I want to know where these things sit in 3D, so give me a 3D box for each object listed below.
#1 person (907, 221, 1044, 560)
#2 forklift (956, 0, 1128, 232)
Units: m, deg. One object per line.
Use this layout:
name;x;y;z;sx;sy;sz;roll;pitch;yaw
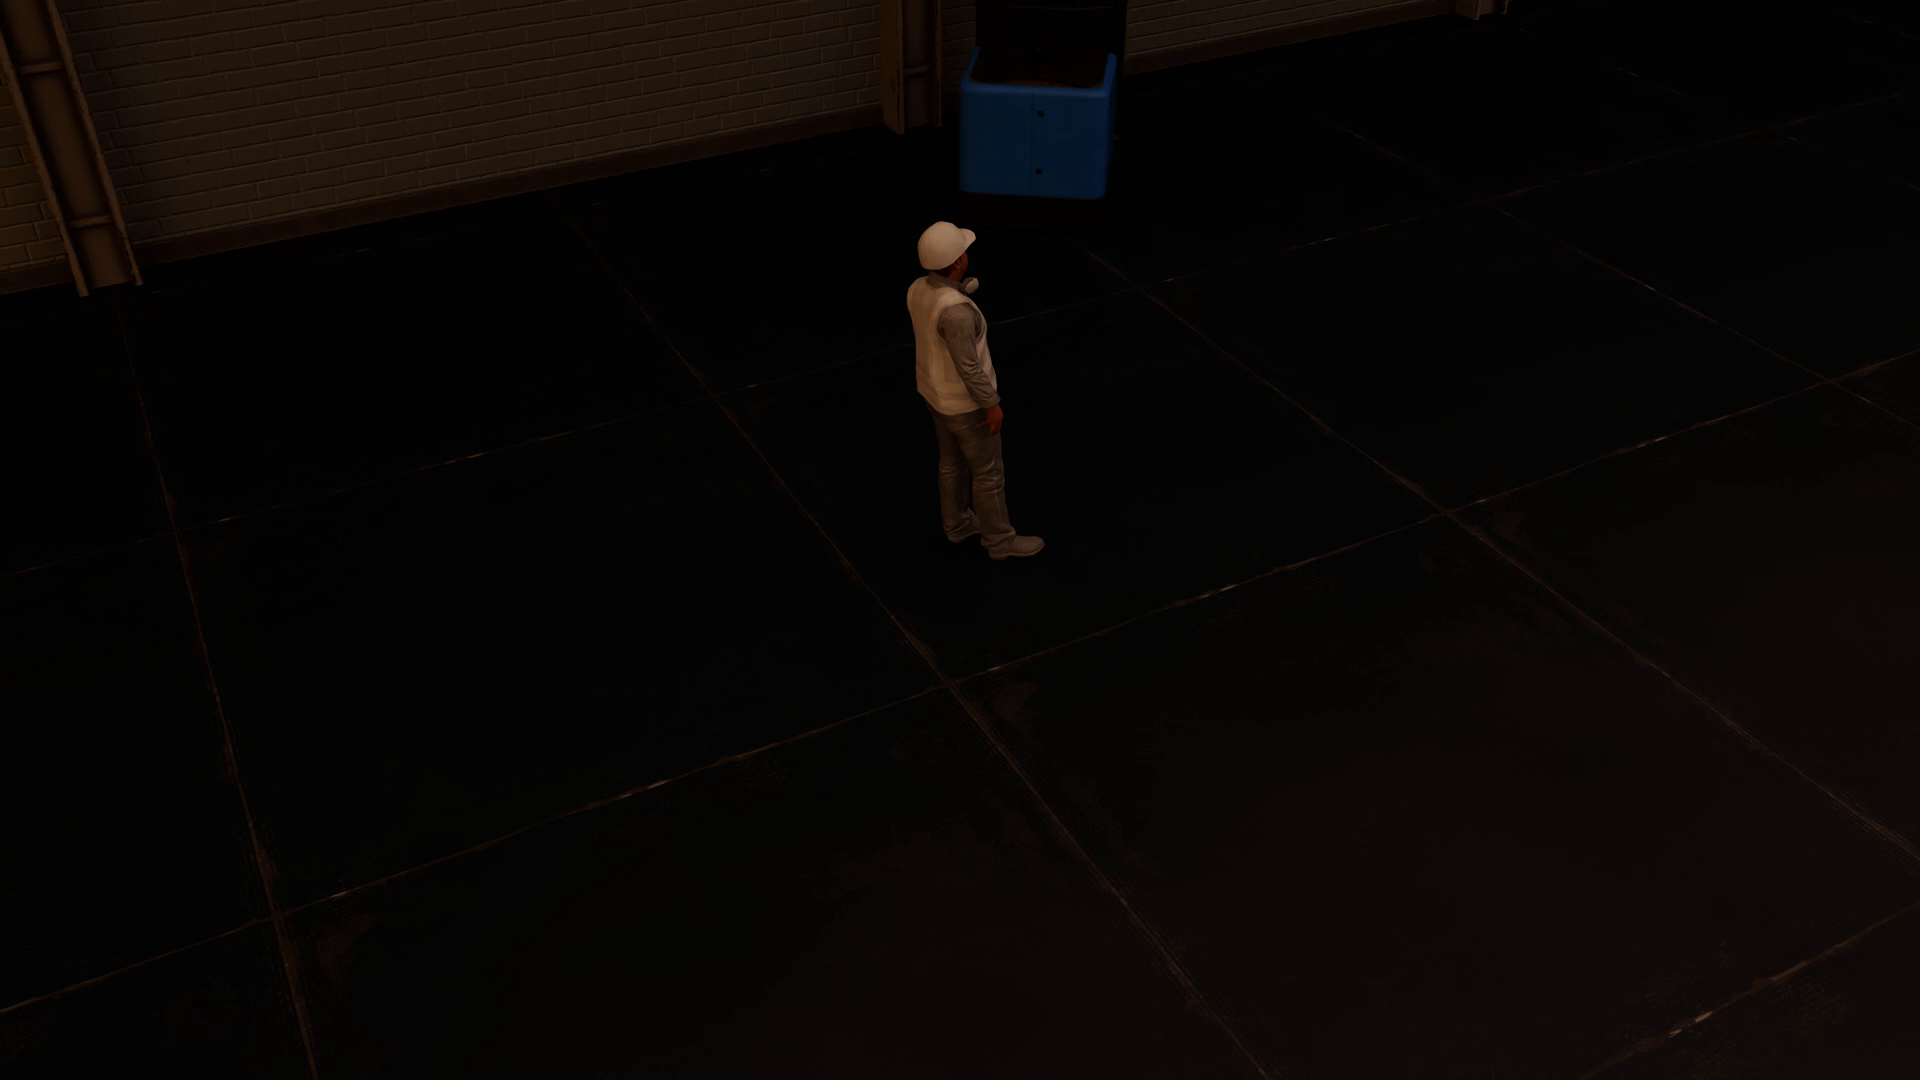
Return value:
person;0.059;-0.744;8.165;0.566;1.775;0.633;-17;39;-23
forklift;0.692;-4.175;12.030;1.130;2.935;3.031;5;36;6
